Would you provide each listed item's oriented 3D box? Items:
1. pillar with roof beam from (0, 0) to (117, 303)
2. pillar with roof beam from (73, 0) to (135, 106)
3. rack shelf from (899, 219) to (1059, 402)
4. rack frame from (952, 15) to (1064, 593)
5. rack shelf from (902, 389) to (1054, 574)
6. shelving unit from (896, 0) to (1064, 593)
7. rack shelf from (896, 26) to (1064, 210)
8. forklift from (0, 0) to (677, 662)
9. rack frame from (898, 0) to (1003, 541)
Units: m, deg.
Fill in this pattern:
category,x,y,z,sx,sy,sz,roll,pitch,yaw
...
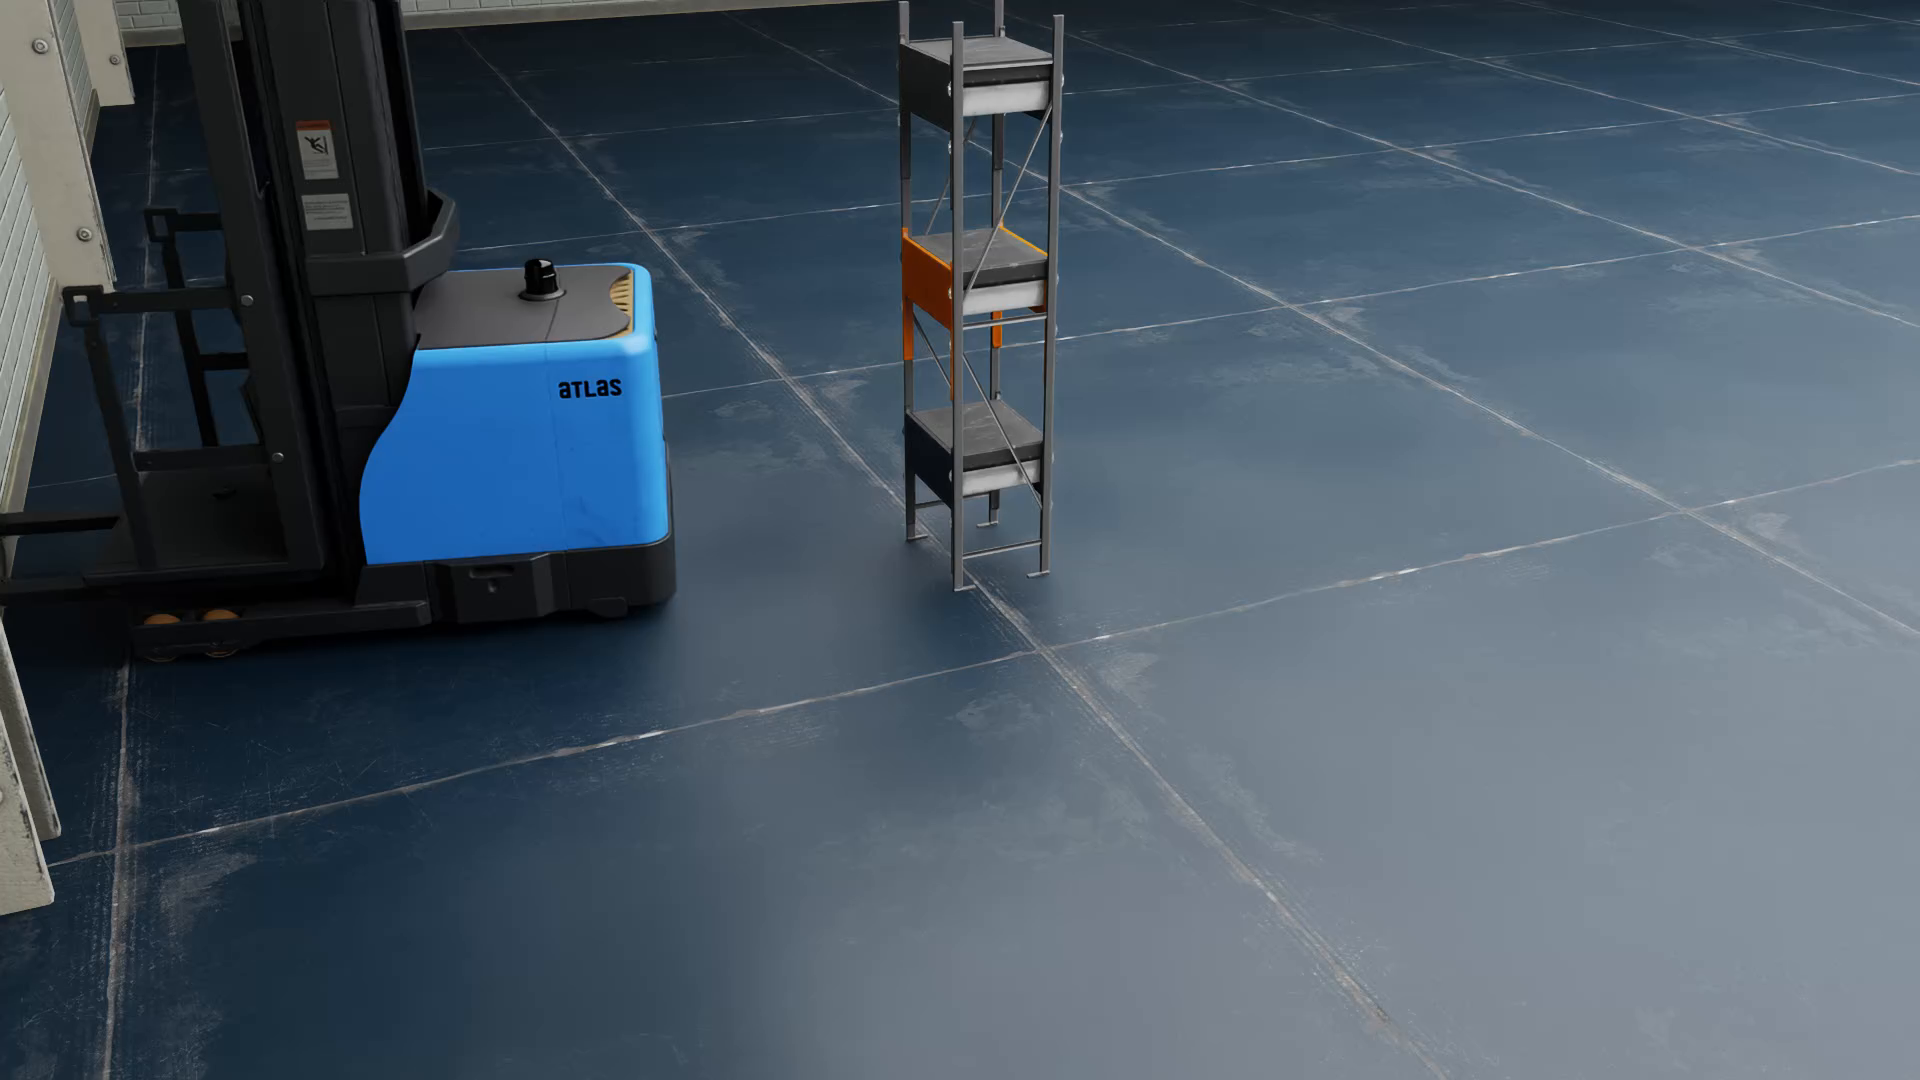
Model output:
category,x,y,z,sx,sy,sz,roll,pitch,yaw
pillar with roof beam,-1.151,-6.240,9.275,9.100,9.000,0.400,-11,28,-21
pillar with roof beam,-3.501,-8.663,14.236,9.100,9.000,0.400,-11,28,-21
rack shelf,0.065,-0.864,6.158,0.431,0.518,0.480,-11,28,-21
rack frame,0.160,-0.778,5.951,0.400,2.100,0.015,-11,28,-21
rack shelf,0.065,-0.235,6.466,0.431,0.518,0.480,-11,28,-21
shelving unit,0.065,-0.877,6.152,0.431,2.100,0.503,-11,28,-21
rack shelf,0.065,-1.493,5.851,0.431,0.518,0.480,-11,28,-21
forklift,-2.623,-1.136,5.737,3.031,2.935,1.130,-4,26,-9
rack frame,-0.031,-0.975,6.354,0.400,2.100,0.015,-11,28,-21
